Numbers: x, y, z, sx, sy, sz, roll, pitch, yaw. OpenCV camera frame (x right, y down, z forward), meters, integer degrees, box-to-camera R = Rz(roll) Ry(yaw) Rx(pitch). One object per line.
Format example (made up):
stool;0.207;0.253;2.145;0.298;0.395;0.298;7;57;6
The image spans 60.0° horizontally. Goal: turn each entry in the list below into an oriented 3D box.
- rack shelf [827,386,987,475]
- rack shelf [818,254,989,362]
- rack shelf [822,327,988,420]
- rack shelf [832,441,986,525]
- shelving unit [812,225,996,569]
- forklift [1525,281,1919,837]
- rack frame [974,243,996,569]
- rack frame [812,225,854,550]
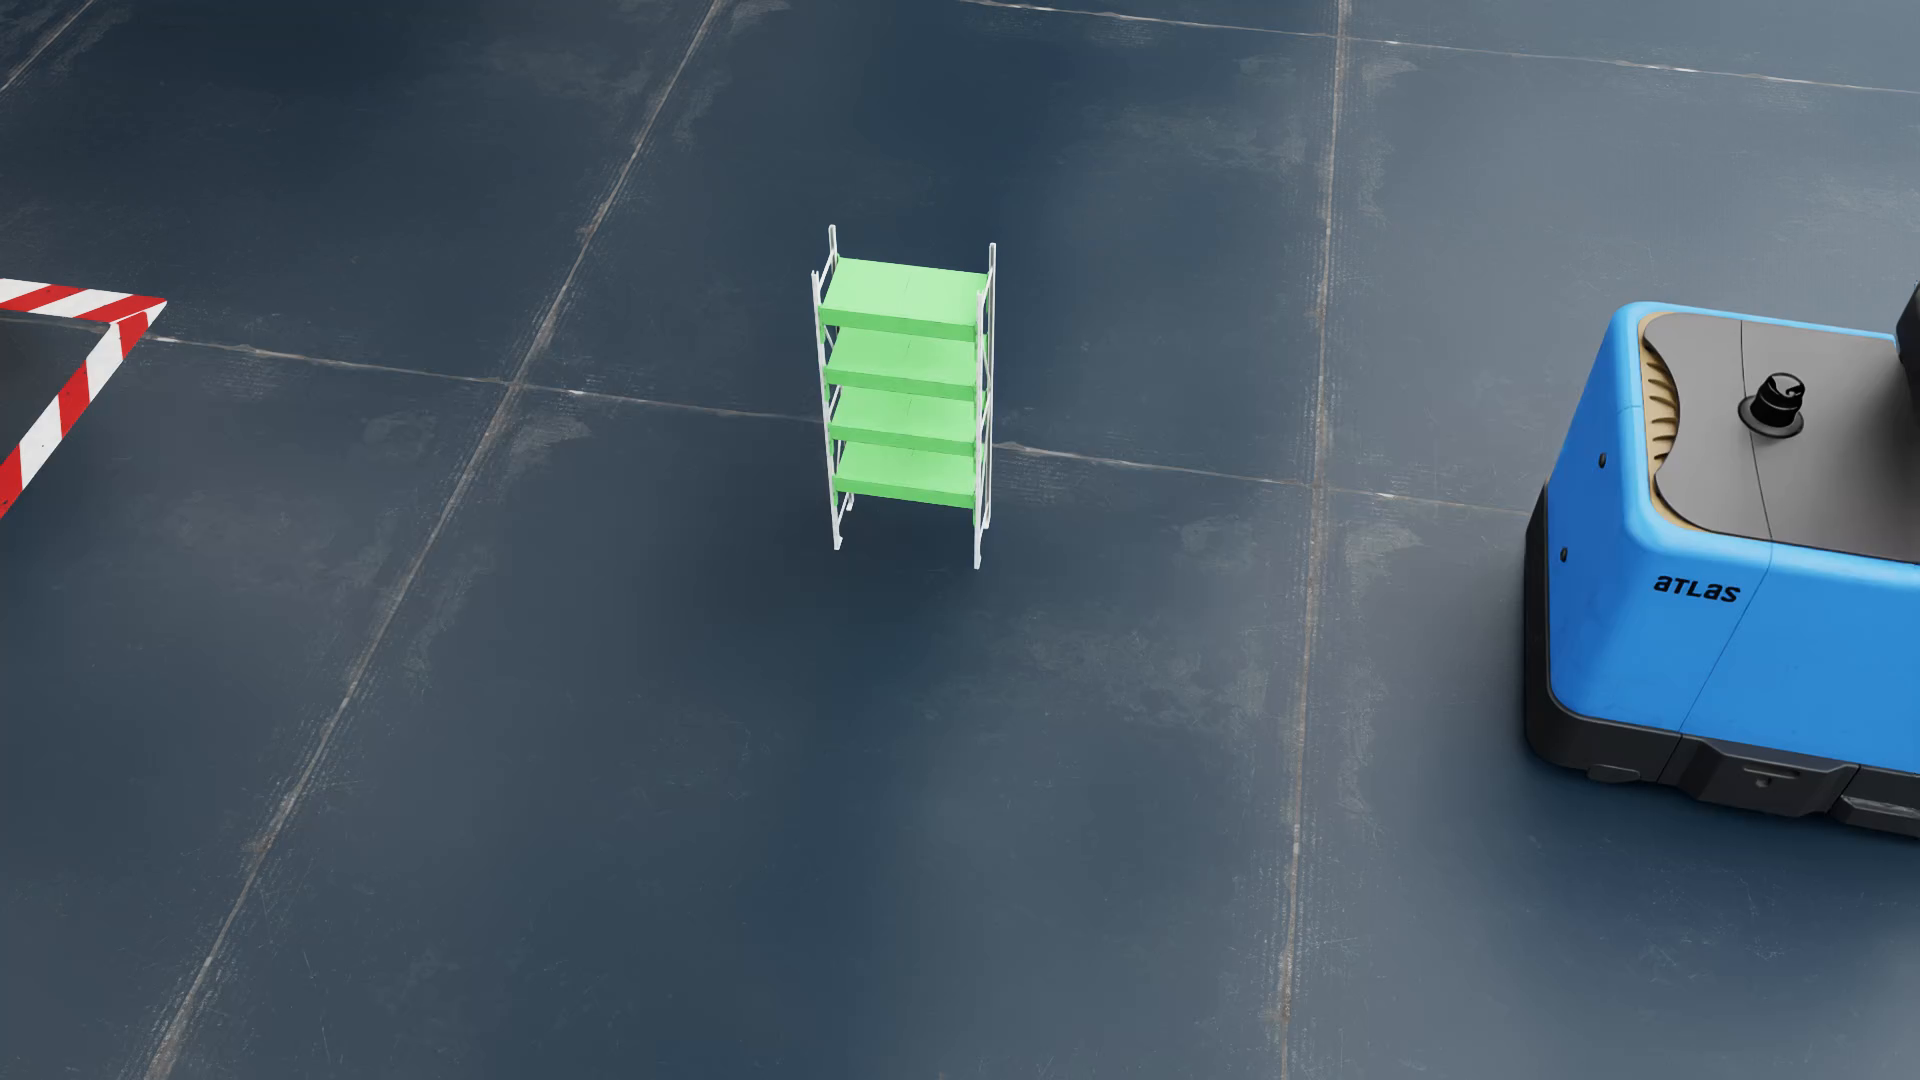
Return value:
rack shelf;-0.163;-0.380;5.371;0.480;0.148;0.258;8;49;7
rack shelf;-0.163;-0.701;5.014;0.480;0.148;0.258;8;49;7
rack shelf;-0.163;-0.541;5.192;0.480;0.148;0.258;8;49;7
rack shelf;-0.163;-0.220;5.549;0.480;0.148;0.258;8;49;7
shelving unit;-0.163;-0.423;5.323;0.503;1.200;0.258;8;49;7
forklift;3.314;-0.398;4.137;3.031;2.935;1.130;9;49;8
rack frame;0.077;-0.391;5.294;0.015;1.200;0.240;8;49;7
rack frame;-0.403;-0.455;5.352;0.015;1.200;0.240;8;49;7
